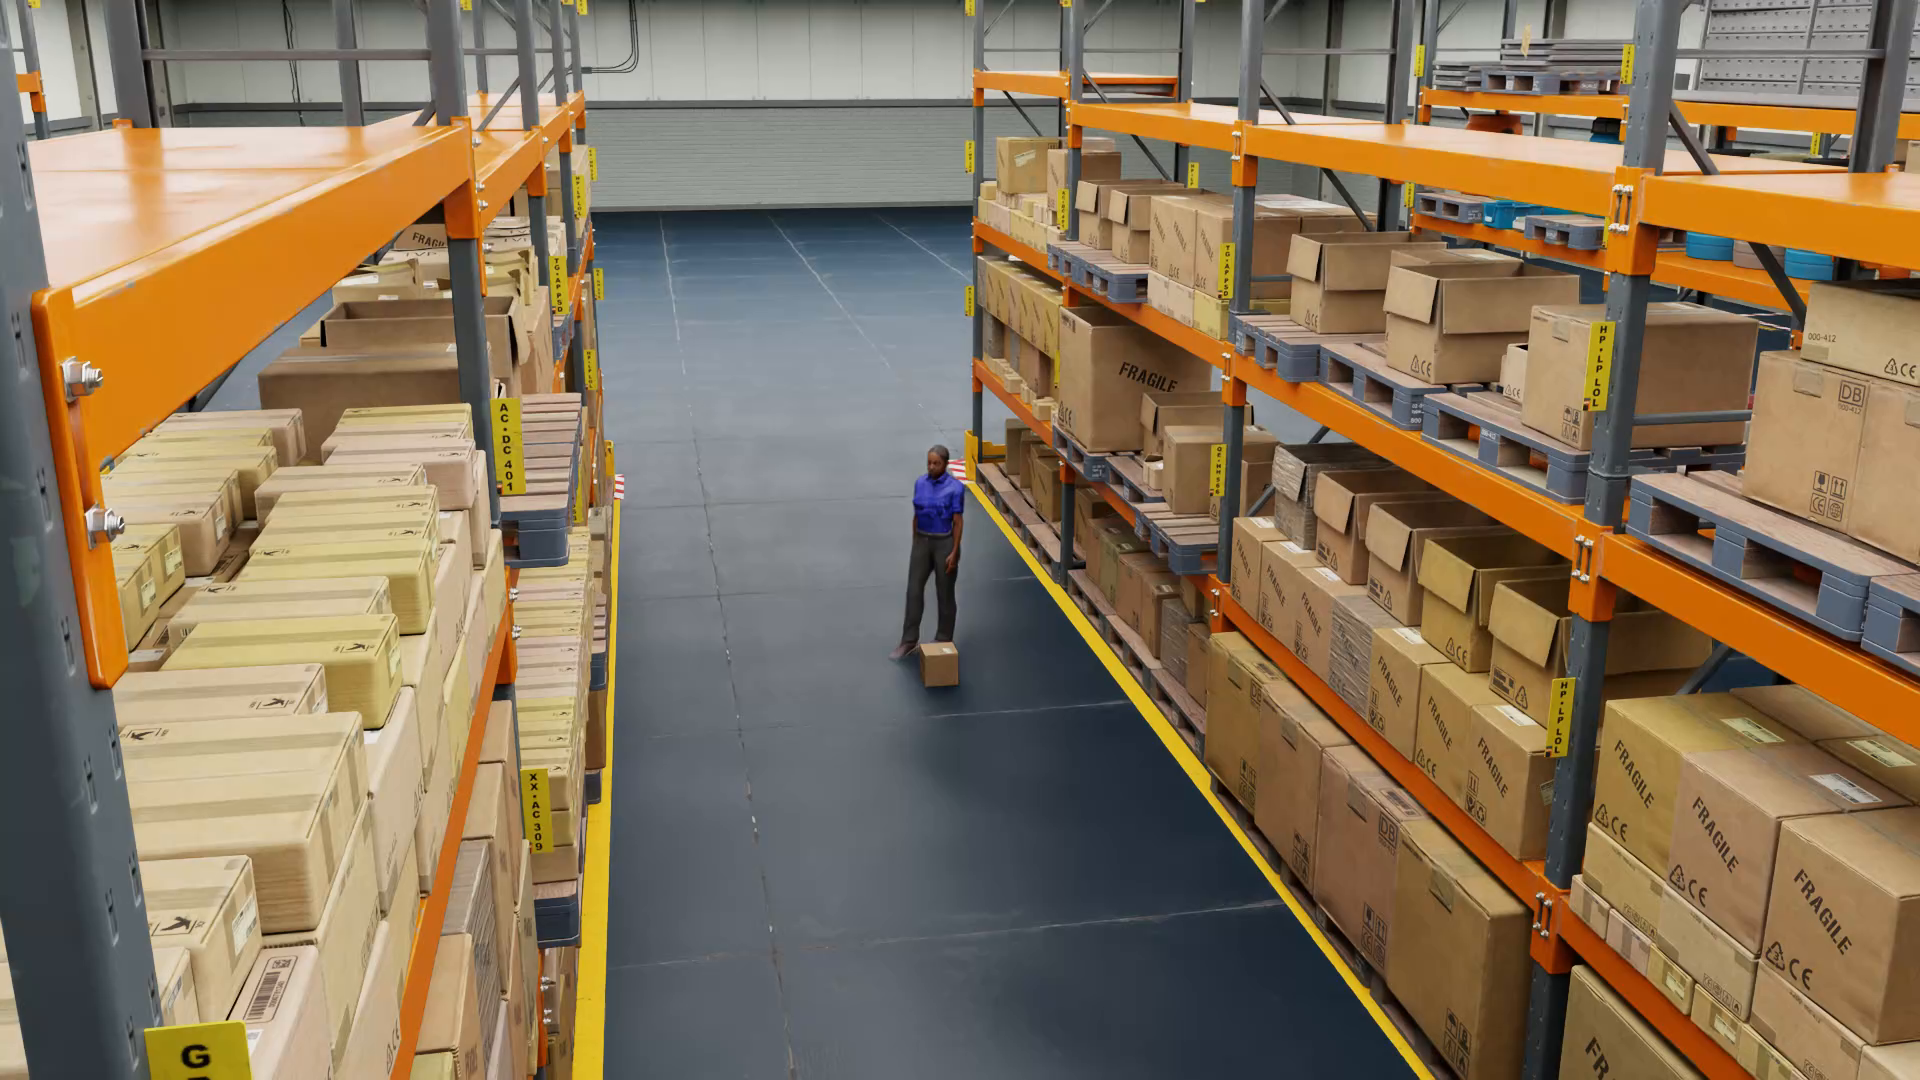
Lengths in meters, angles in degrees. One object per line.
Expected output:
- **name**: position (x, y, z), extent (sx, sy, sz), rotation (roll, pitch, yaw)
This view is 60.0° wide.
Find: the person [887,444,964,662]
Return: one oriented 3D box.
- **person**: position (-0.251, 0.103, 12.710), extent (0.497, 1.681, 0.514), rotation (8, 18, 24)
